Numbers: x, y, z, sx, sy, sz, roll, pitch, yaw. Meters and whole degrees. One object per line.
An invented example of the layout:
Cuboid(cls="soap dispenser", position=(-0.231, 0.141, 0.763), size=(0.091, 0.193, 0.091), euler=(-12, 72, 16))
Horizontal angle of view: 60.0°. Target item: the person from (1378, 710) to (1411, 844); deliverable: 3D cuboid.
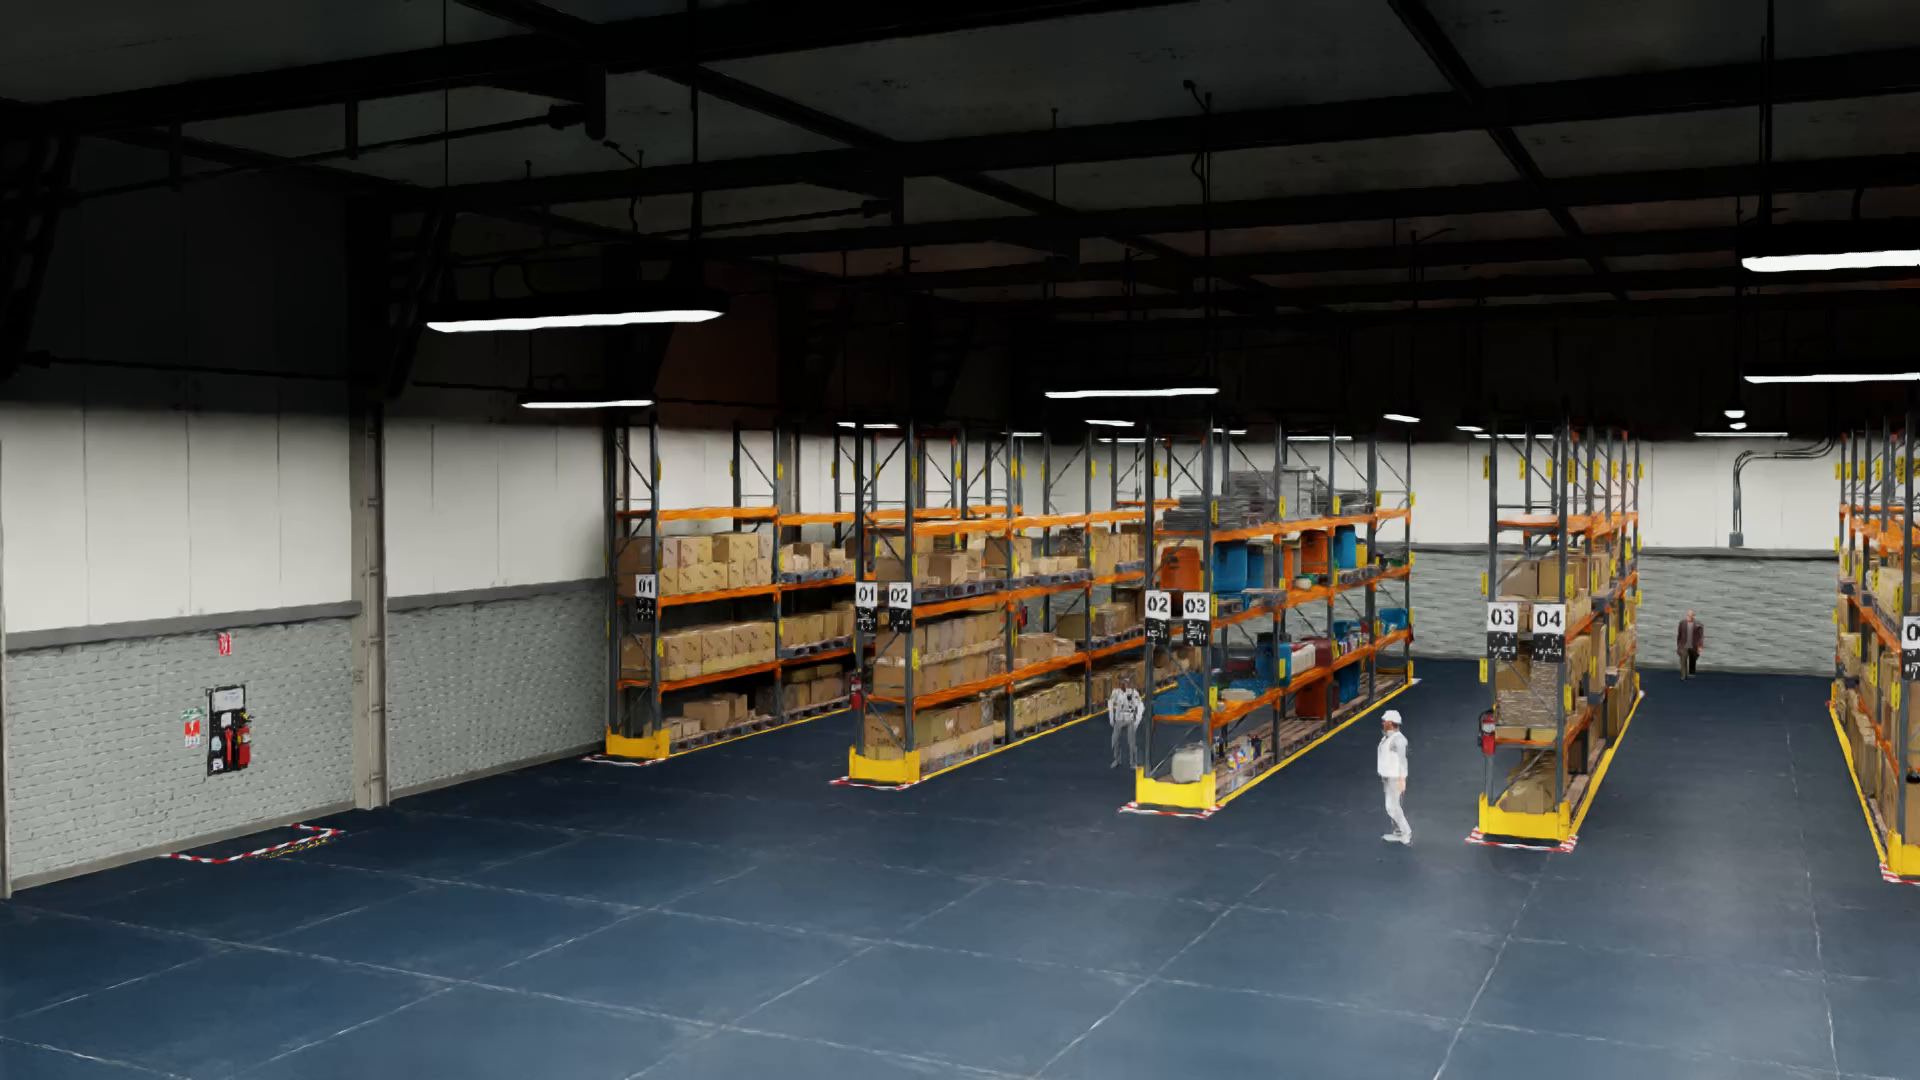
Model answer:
Cuboid(cls="person", position=(5.837, 3.167, 22.331), size=(0.399, 1.767, 0.643), euler=(0, 2, -5))

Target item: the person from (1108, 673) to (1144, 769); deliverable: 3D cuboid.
Cuboid(cls="person", position=(2.768, 3.022, 27.836), size=(0.639, 1.632, 0.512), euler=(1, 3, 23))

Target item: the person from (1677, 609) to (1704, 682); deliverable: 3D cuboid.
Cuboid(cls="person", position=(17.245, 2.483, 39.270), size=(0.588, 1.700, 1.193), euler=(1, 3, 23))
